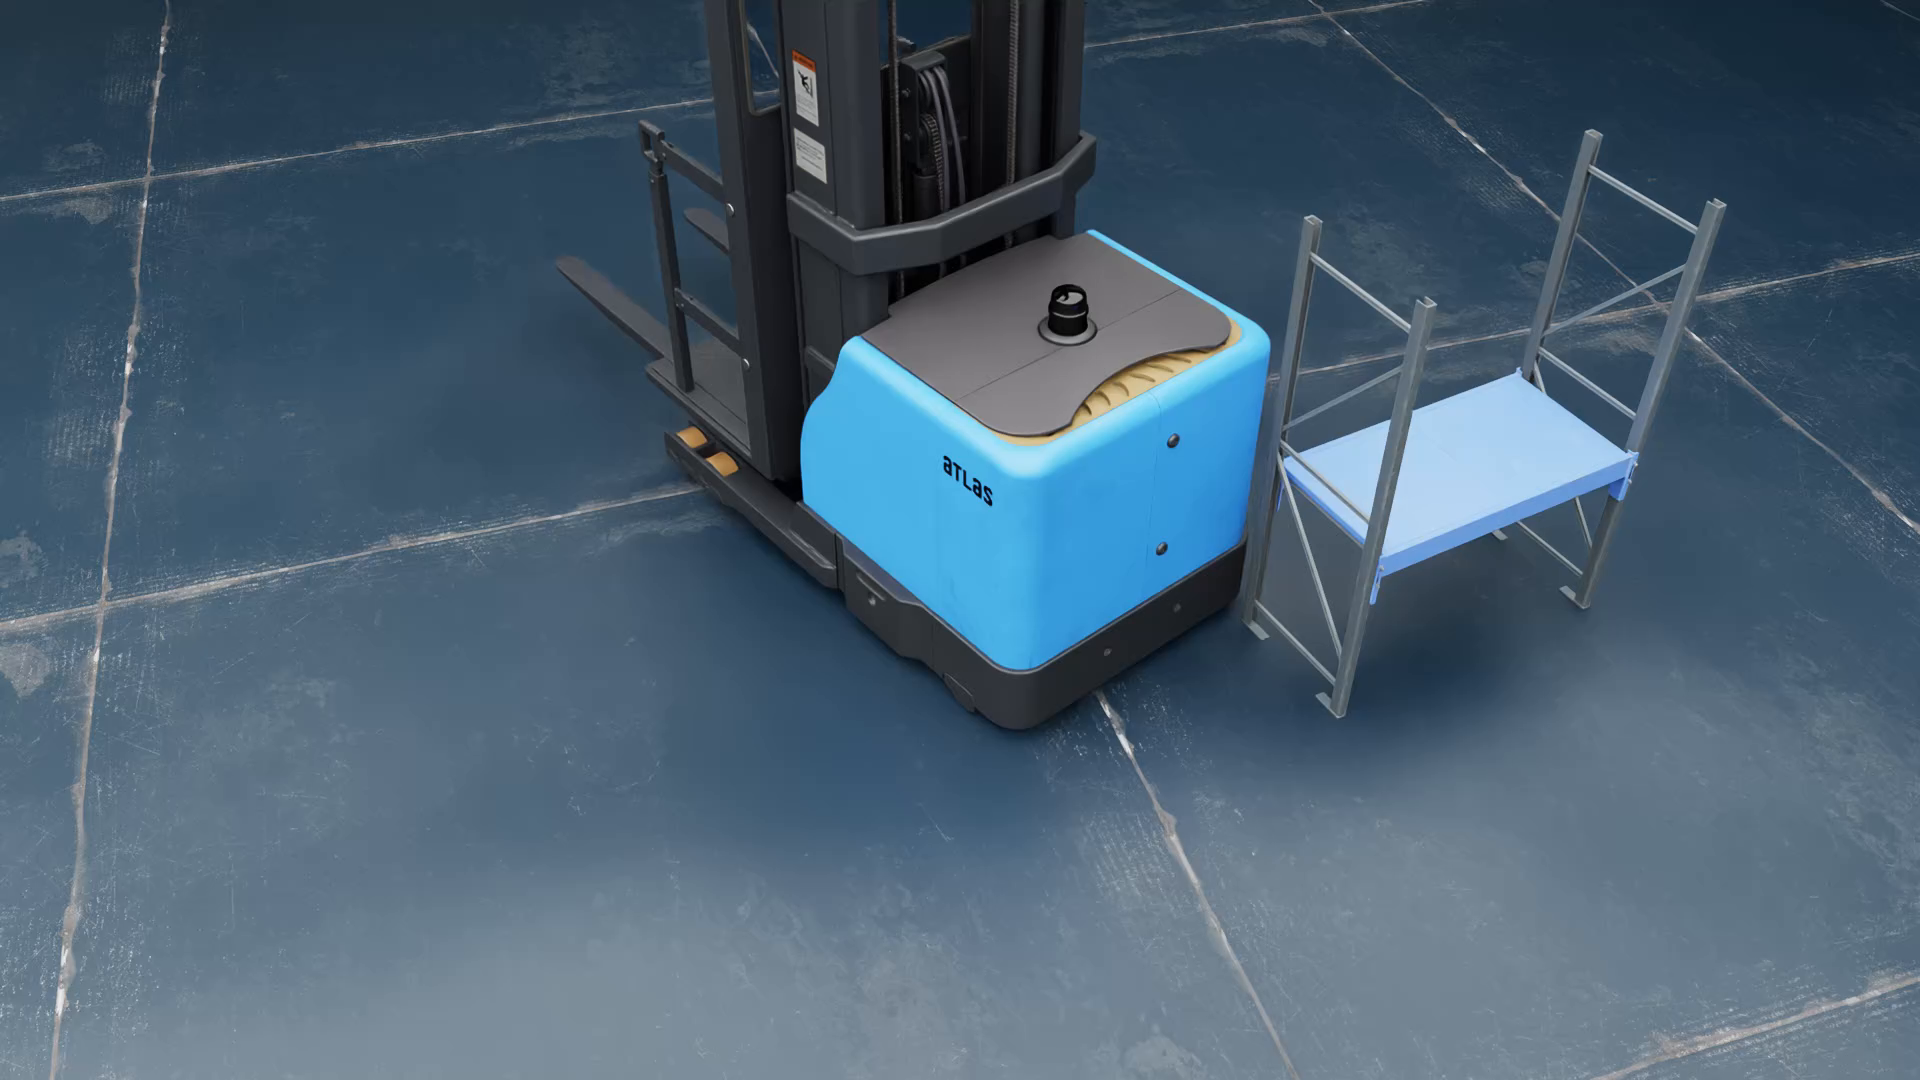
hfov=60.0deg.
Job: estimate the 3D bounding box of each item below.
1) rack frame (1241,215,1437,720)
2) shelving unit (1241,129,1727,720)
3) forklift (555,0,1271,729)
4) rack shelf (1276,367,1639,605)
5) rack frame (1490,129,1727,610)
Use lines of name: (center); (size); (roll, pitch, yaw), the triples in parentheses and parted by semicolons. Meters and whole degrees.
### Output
rack frame: (1.055, -0.161, 4.794); (0.032, 1.500, 0.500); (-20, 45, -21)
shelving unit: (1.501, -0.322, 4.978); (1.048, 1.500, 0.538); (-20, 45, -21)
forklift: (-0.407, -1.438, 5.168); (1.130, 2.935, 3.031); (-29, 49, -29)
rack shelf: (1.501, -0.186, 5.096); (1.000, 0.185, 0.538); (-20, 45, -21)
rack frame: (1.947, -0.482, 5.162); (0.032, 1.500, 0.500); (-20, 45, -21)
